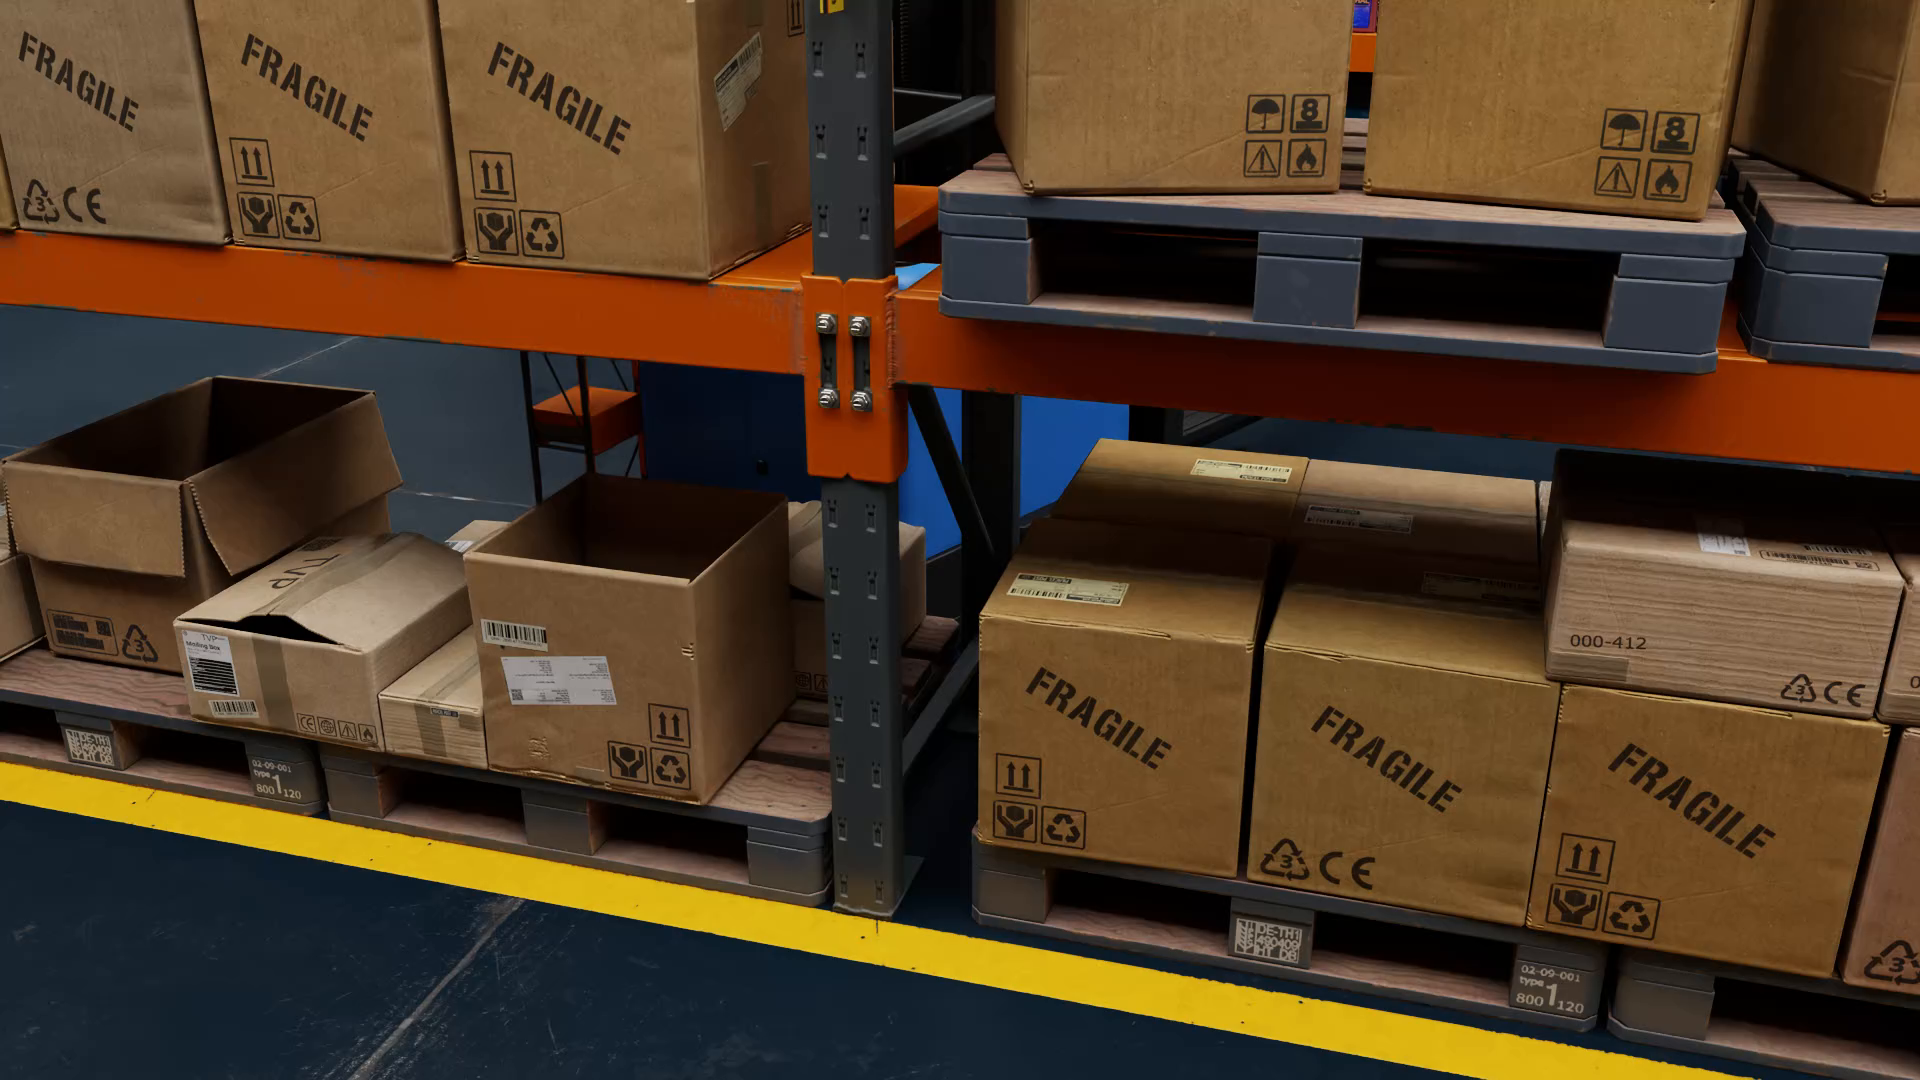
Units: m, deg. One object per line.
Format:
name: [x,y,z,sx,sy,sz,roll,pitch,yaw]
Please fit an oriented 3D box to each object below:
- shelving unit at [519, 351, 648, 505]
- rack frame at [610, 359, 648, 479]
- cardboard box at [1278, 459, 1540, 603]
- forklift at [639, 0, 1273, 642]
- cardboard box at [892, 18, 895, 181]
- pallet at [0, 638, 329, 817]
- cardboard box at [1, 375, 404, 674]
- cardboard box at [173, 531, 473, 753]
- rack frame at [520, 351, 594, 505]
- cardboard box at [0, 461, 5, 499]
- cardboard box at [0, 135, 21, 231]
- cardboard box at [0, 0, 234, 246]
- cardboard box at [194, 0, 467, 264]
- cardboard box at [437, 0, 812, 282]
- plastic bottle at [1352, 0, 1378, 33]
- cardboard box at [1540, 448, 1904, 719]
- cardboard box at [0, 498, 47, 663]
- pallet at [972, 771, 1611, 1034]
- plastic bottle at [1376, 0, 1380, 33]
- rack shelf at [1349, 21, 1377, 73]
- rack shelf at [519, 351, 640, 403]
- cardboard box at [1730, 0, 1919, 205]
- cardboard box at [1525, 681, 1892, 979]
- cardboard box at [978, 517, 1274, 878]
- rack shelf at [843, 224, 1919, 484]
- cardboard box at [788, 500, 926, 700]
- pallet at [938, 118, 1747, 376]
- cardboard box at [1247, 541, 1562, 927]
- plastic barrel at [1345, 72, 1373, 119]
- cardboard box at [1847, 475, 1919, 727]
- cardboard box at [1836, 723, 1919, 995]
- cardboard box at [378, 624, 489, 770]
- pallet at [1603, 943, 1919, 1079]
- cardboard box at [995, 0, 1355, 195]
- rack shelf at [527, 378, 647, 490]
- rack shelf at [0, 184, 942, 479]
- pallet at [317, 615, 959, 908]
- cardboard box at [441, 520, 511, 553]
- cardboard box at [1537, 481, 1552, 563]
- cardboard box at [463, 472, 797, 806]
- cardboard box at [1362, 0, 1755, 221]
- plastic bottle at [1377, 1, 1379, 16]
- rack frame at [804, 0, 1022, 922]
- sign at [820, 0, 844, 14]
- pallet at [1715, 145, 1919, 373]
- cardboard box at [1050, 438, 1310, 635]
shelving unit: [-1.027,-0.288,4.586,0.215,1.050,0.252,9,24,22]
rack frame: [-0.978,-0.331,4.689,0.200,1.050,0.008,9,24,22]
cardboard box: [0.971,0.160,3.640,0.500,0.500,0.500,7,23,16]
forklift: [0.402,-1.536,5.153,1.130,2.935,3.031,18,28,37]
cardboard box: [-0.465,-1.001,3.626,0.500,0.500,0.500,7,23,17]
pallet: [-1.884,0.282,4.305,1.213,0.211,1.003,7,23,16]
cardboard box: [-1.856,-0.052,4.155,0.637,0.503,0.797,7,23,16]
cardboard box: [-1.401,0.199,3.795,0.500,0.311,0.500,7,23,16]
rack frame: [-1.075,-0.245,4.483,0.200,1.050,0.008,9,24,22]
cardboard box: [-2.392,-0.084,4.567,0.500,0.250,0.500,7,23,16]
cardboard box: [-2.083,-0.974,3.560,0.500,0.500,0.500,7,23,16]
cardboard box: [-1.595,-0.919,3.426,0.500,0.500,0.500,7,23,17]
cardboard box: [-1.102,-0.864,3.291,0.500,0.500,0.500,7,23,17]
cardboard box: [-0.608,-0.808,3.154,0.500,0.500,0.500,7,23,16]
plastic bottle: [1.734,-2.335,7.164,0.133,0.283,0.061,7,23,16]
cardboard box: [1.295,0.057,2.903,0.500,0.250,0.500,7,23,16]
cardboard box: [-2.489,0.103,4.111,0.500,0.250,0.500,7,23,16]
pallet: [0.734,0.566,3.612,1.213,0.211,1.003,7,23,16]
plastic bottle: [1.850,-2.291,7.165,0.097,0.201,0.097,0,22,0]
rack shelf: [3.294,-2.047,7.256,4.000,0.370,1.077,7,23,16]
rack shelf: [-1.027,-0.540,4.481,0.215,0.259,0.240,9,24,22]
cardboard box: [1.654,-0.869,2.751,0.500,0.500,0.700,1,22,2]
cardboard box: [1.327,0.407,3.040,0.500,0.500,0.500,7,23,16]
cardboard box: [0.337,0.295,3.313,0.500,0.500,0.500,5,23,13]
rack shelf: [1.859,-0.248,2.869,4.000,0.370,1.077,7,23,16]
cardboard box: [-0.395,0.116,3.998,0.500,0.311,0.500,7,23,16]
pallet: [0.678,-0.584,2.993,1.213,0.211,1.003,7,23,16]
cardboard box: [0.851,0.349,3.180,0.500,0.500,0.500,7,23,16]
plastic barrel: [1.895,-1.757,7.812,0.708,0.901,0.600,7,23,16]
cardboard box: [1.775,0.112,2.770,0.500,0.250,0.500,6,23,14]
cardboard box: [1.811,0.462,2.904,0.500,0.500,0.500,6,23,14]
cardboard box: [-1.059,0.337,3.673,0.250,0.149,0.380,7,23,16]
pallet: [1.906,0.699,3.288,1.213,0.211,1.003,7,23,16]
cardboard box: [0.333,-0.907,2.844,0.500,0.500,0.700,-1,22,-3]
rack shelf: [-1.027,-0.278,4.590,0.215,0.259,0.240,9,24,22]
rack shelf: [-1.970,-0.686,3.938,4.000,0.370,1.077,7,23,16]
pallet: [-0.713,0.415,3.981,1.213,0.211,1.003,7,23,16]
cardboard box: [-1.226,0.092,4.247,0.250,0.166,0.380,7,23,16]
cardboard box: [1.451,0.216,3.506,0.500,0.500,0.500,7,23,16]
cardboard box: [-0.683,0.194,3.559,0.500,0.500,0.500,7,23,16]
cardboard box: [1.010,-0.855,2.716,0.500,0.500,0.700,10,25,24]
plastic bottle: [1.969,-2.579,7.866,0.097,0.201,0.097,0,22,0]
rack frame: [-0.055,-0.800,3.267,0.127,3.000,1.000,7,23,16]
sign: [-0.205,-1.002,2.620,0.005,0.325,0.100,7,23,16]
pallet: [1.911,-0.484,2.750,1.213,0.211,1.003,7,23,16]
cardboard box: [0.500,0.103,3.780,0.500,0.500,0.500,6,23,15]
